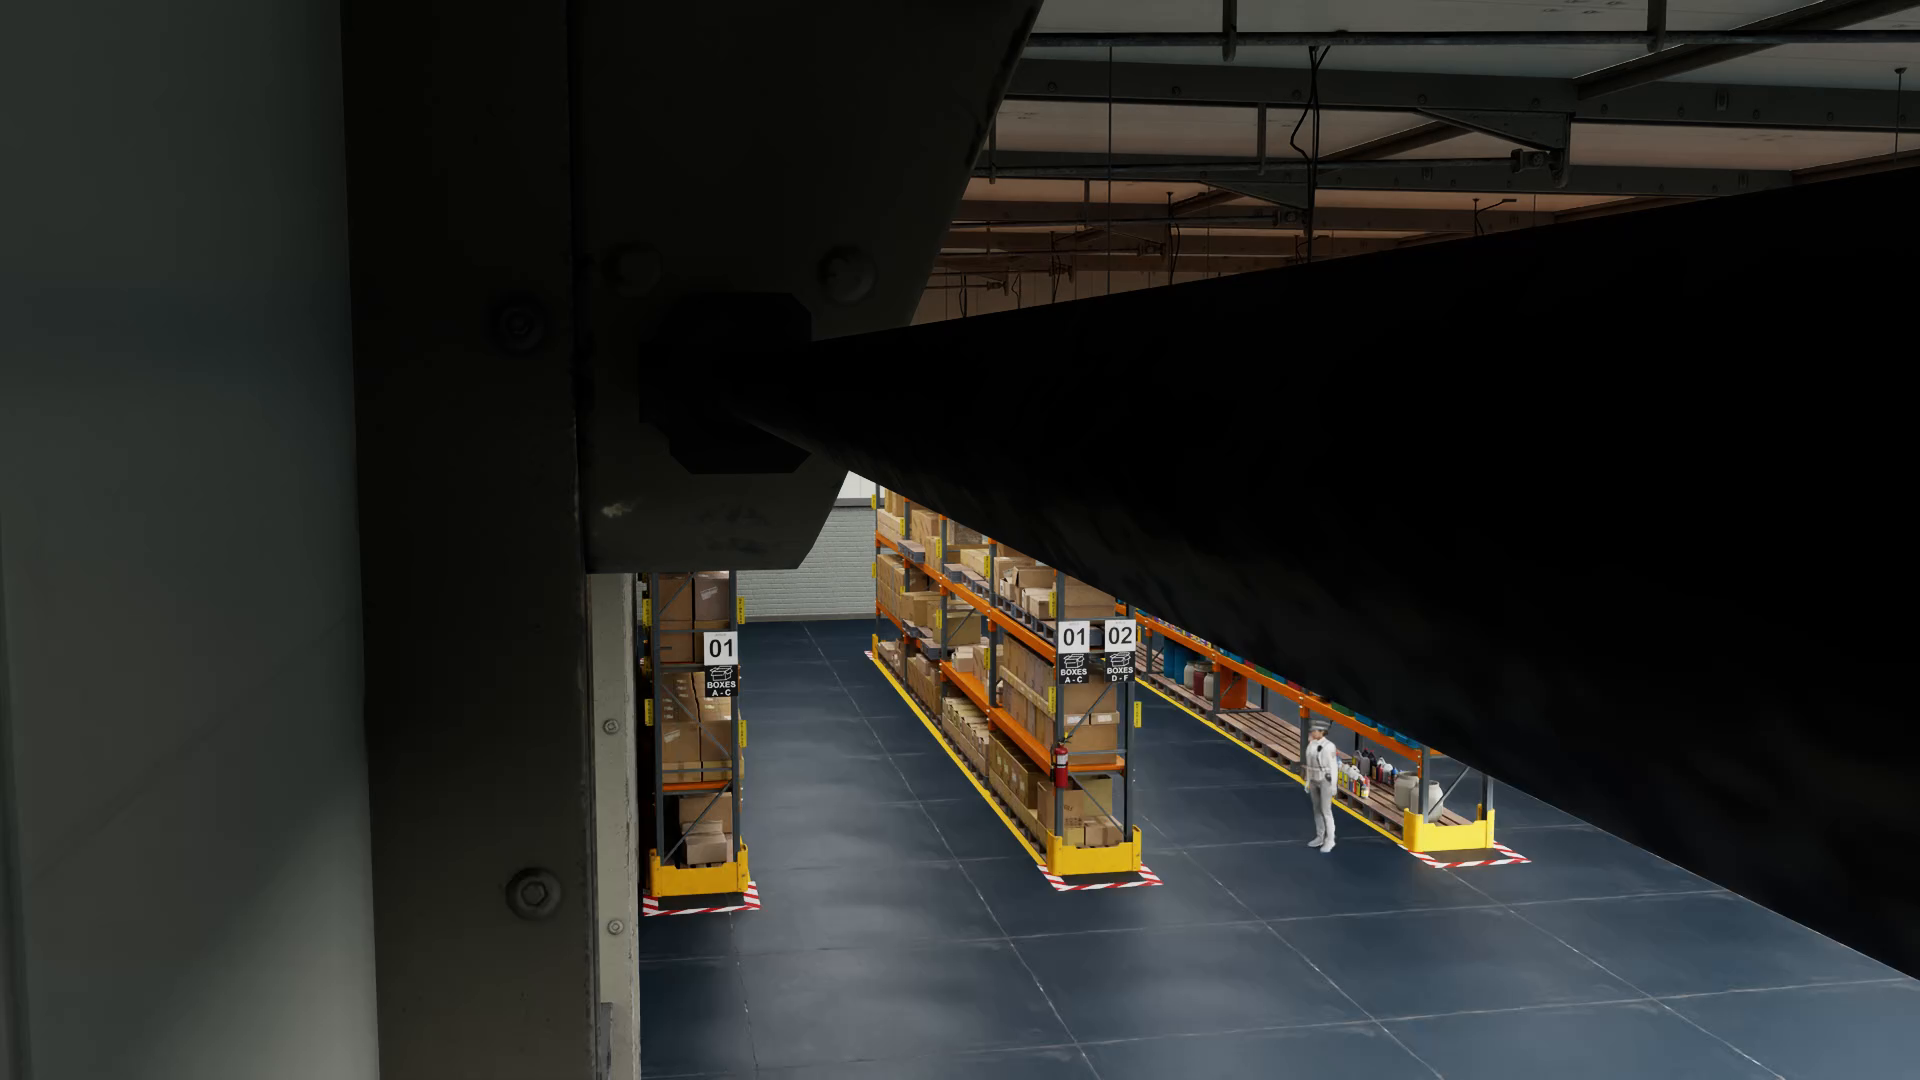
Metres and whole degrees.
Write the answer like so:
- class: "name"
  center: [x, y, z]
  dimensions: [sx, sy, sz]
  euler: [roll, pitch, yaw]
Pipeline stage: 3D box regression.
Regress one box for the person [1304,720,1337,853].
- class: "person"
  center: [4.782, 3.249, 22.060]
  dimensions: [0.350, 1.716, 0.561]
  euler: [-3, 7, -28]
